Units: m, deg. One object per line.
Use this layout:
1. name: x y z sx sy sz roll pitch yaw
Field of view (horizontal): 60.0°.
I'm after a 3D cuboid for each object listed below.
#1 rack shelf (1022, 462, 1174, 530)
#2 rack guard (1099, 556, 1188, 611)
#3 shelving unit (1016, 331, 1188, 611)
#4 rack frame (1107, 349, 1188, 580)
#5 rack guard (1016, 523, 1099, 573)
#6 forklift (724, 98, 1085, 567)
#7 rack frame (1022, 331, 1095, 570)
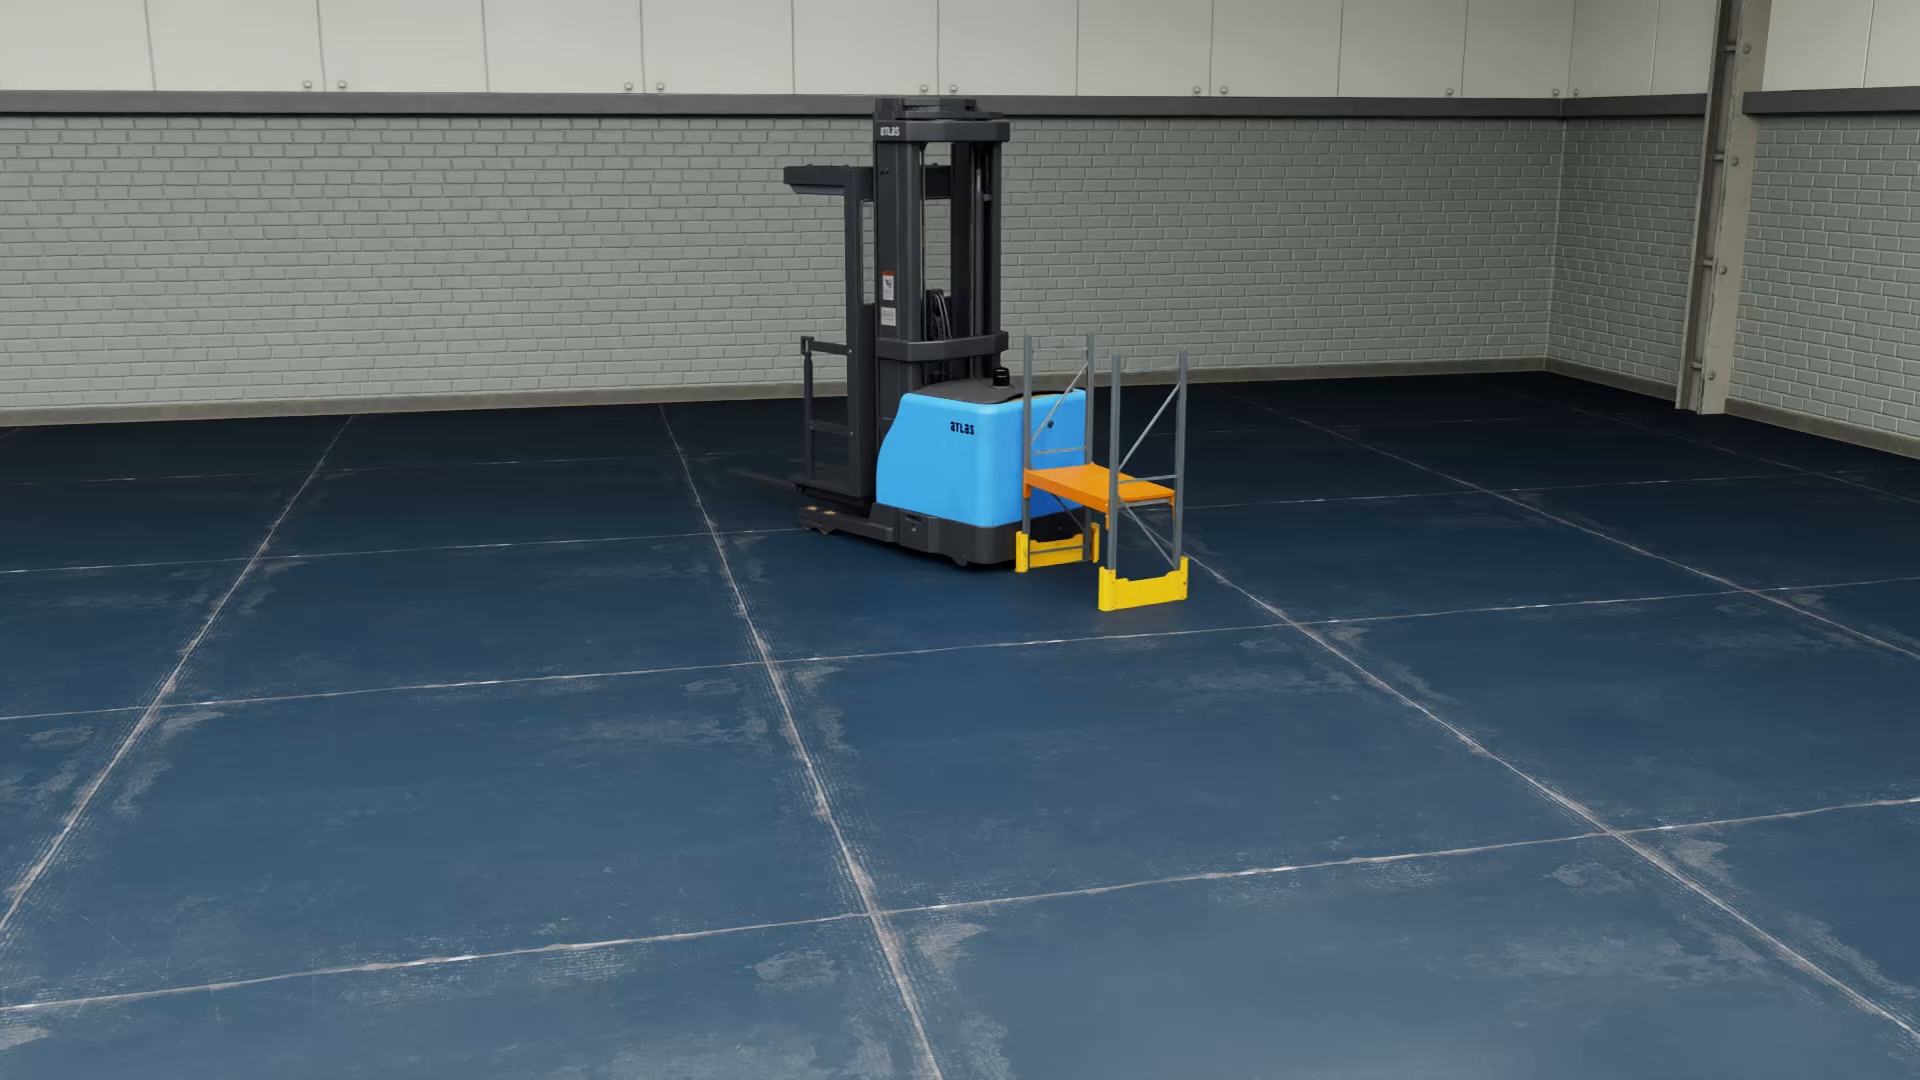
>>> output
1. rack shelf: 0.856 -0.282 10.180 0.538 0.185 1.000 -7 15 -27
2. rack guard: 1.089 0.257 9.849 0.587 0.250 0.087 -7 15 -27
3. shelving unit: 0.860 -0.455 10.130 0.587 1.500 1.083 -7 15 -27
4. rack frame: 1.090 -0.350 9.699 0.500 1.500 0.032 -7 15 -27
5. rack guard: 0.631 0.047 10.708 0.587 0.250 0.087 -7 15 -27
6. forklift: -0.507 -1.536 11.537 1.130 2.935 3.031 -13 19 -42
7. rack frame: 0.622 -0.564 10.576 0.500 1.500 0.032 -7 15 -27
